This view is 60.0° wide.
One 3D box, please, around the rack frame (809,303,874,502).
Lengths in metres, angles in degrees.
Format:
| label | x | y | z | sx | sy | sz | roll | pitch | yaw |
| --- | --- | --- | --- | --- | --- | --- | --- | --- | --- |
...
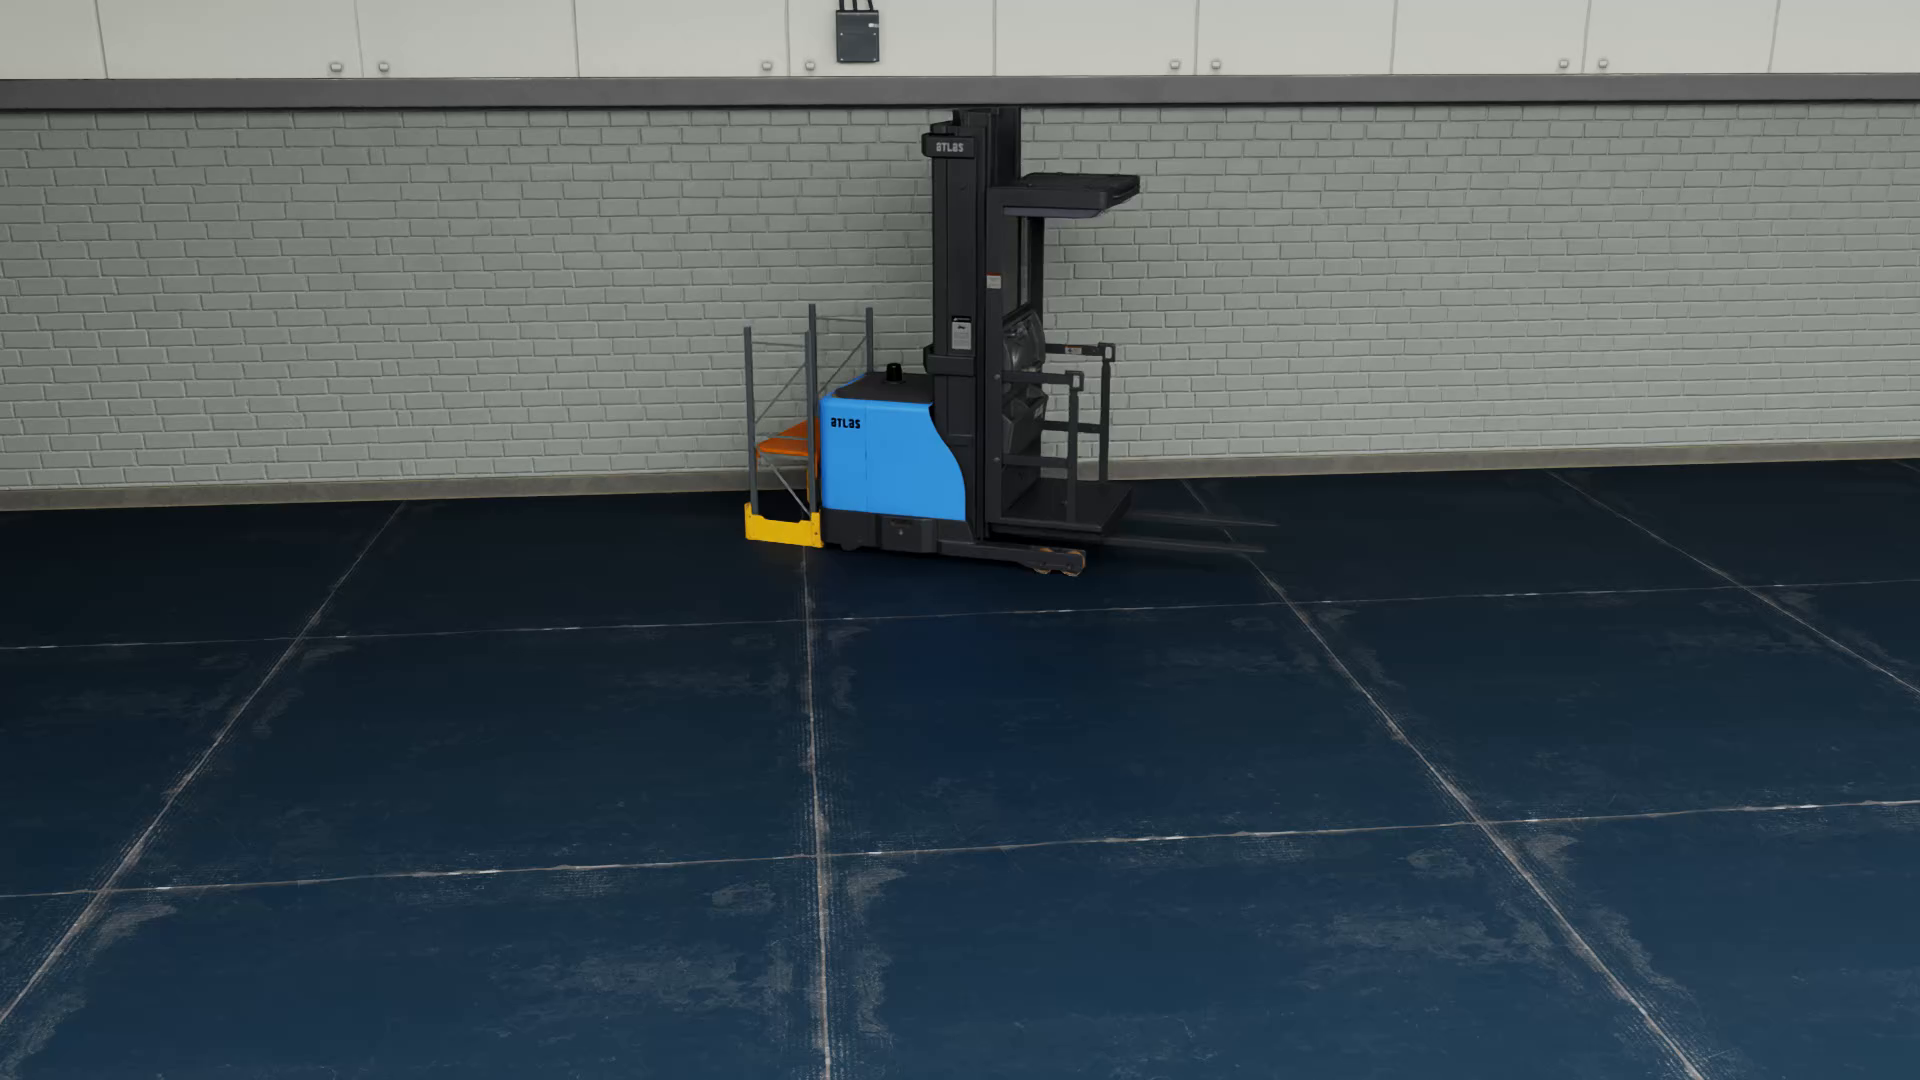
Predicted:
| label | x | y | z | sx | sy | sz | roll | pitch | yaw |
| --- | --- | --- | --- | --- | --- | --- | --- | --- | --- |
| rack frame | -0.869 | -0.989 | 12.324 | 0.500 | 1.500 | 0.032 | 6 | 19 | 20 |

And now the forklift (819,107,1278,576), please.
| label | x | y | z | sx | sy | sz | roll | pitch | yaw |
| --- | --- | --- | --- | --- | --- | --- | --- | --- | --- |
| forklift | 0.614 | -1.337 | 11.043 | 3.031 | 2.935 | 1.130 | 5 | 18 | 16 |

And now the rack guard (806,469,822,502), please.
| label | x | y | z | sx | sy | sz | roll | pitch | yaw |
| --- | --- | --- | --- | --- | --- | --- | --- | --- | --- |
| rack guard | -0.876 | -0.388 | 12.494 | 0.587 | 0.250 | 0.087 | 6 | 19 | 20 |

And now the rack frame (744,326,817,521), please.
| label | x | y | z | sx | sy | sz | roll | pitch | yaw |
| --- | --- | --- | --- | --- | --- | --- | --- | --- | --- |
| rack frame | -1.227 | -0.704 | 11.416 | 0.500 | 1.500 | 0.032 | 6 | 19 | 20 |

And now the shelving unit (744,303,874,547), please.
| label | x | y | z | sx | sy | sz | roll | pitch | yaw |
| --- | --- | --- | --- | --- | --- | --- | --- | --- | --- |
| shelving unit | -1.051 | -0.844 | 11.862 | 0.587 | 1.500 | 1.083 | 6 | 19 | 20 |

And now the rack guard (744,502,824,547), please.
| label | x | y | z | sx | sy | sz | roll | pitch | yaw |
| --- | --- | --- | --- | --- | --- | --- | --- | --- | --- |
| rack guard | -1.227 | -0.108 | 11.605 | 0.587 | 0.250 | 0.087 | 6 | 19 | 20 |

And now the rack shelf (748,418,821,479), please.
| label | x | y | z | sx | sy | sz | roll | pitch | yaw |
| --- | --- | --- | --- | --- | --- | --- | --- | --- | --- |
| rack shelf | -1.048 | -0.675 | 11.924 | 0.538 | 0.185 | 1.000 | 6 | 19 | 20 |

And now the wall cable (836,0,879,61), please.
| label | x | y | z | sx | sy | sz | roll | pitch | yaw |
| --- | --- | --- | --- | --- | --- | --- | --- | --- | --- |
| wall cable | 0.261 | -6.347 | 11.194 | 2.305 | 6.003 | 0.169 | -2 | 18 | -6 |
